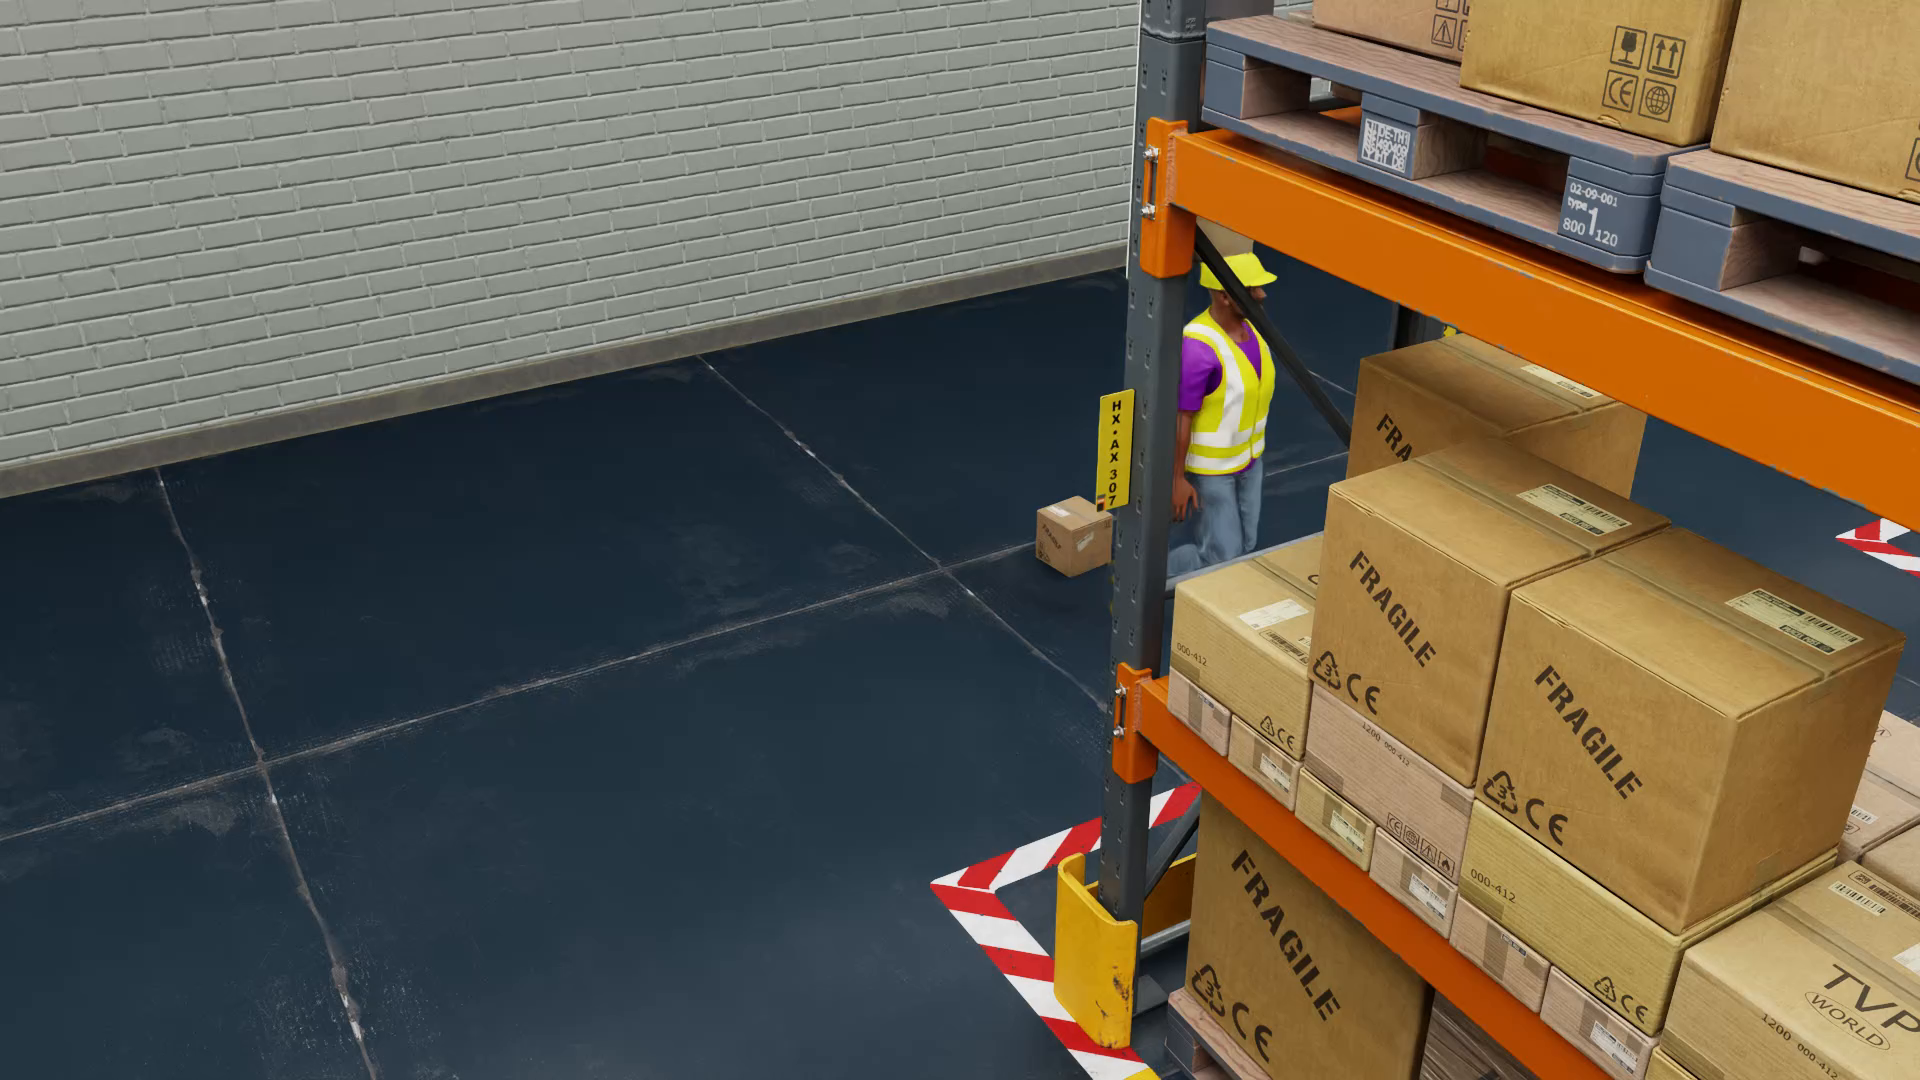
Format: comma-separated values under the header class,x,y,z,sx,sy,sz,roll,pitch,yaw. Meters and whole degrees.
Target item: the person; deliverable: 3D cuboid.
class,x,y,z,sx,sy,sz,roll,pitch,yaw
person,0.991,-0.334,6.661,0.608,1.757,0.594,21,35,33
